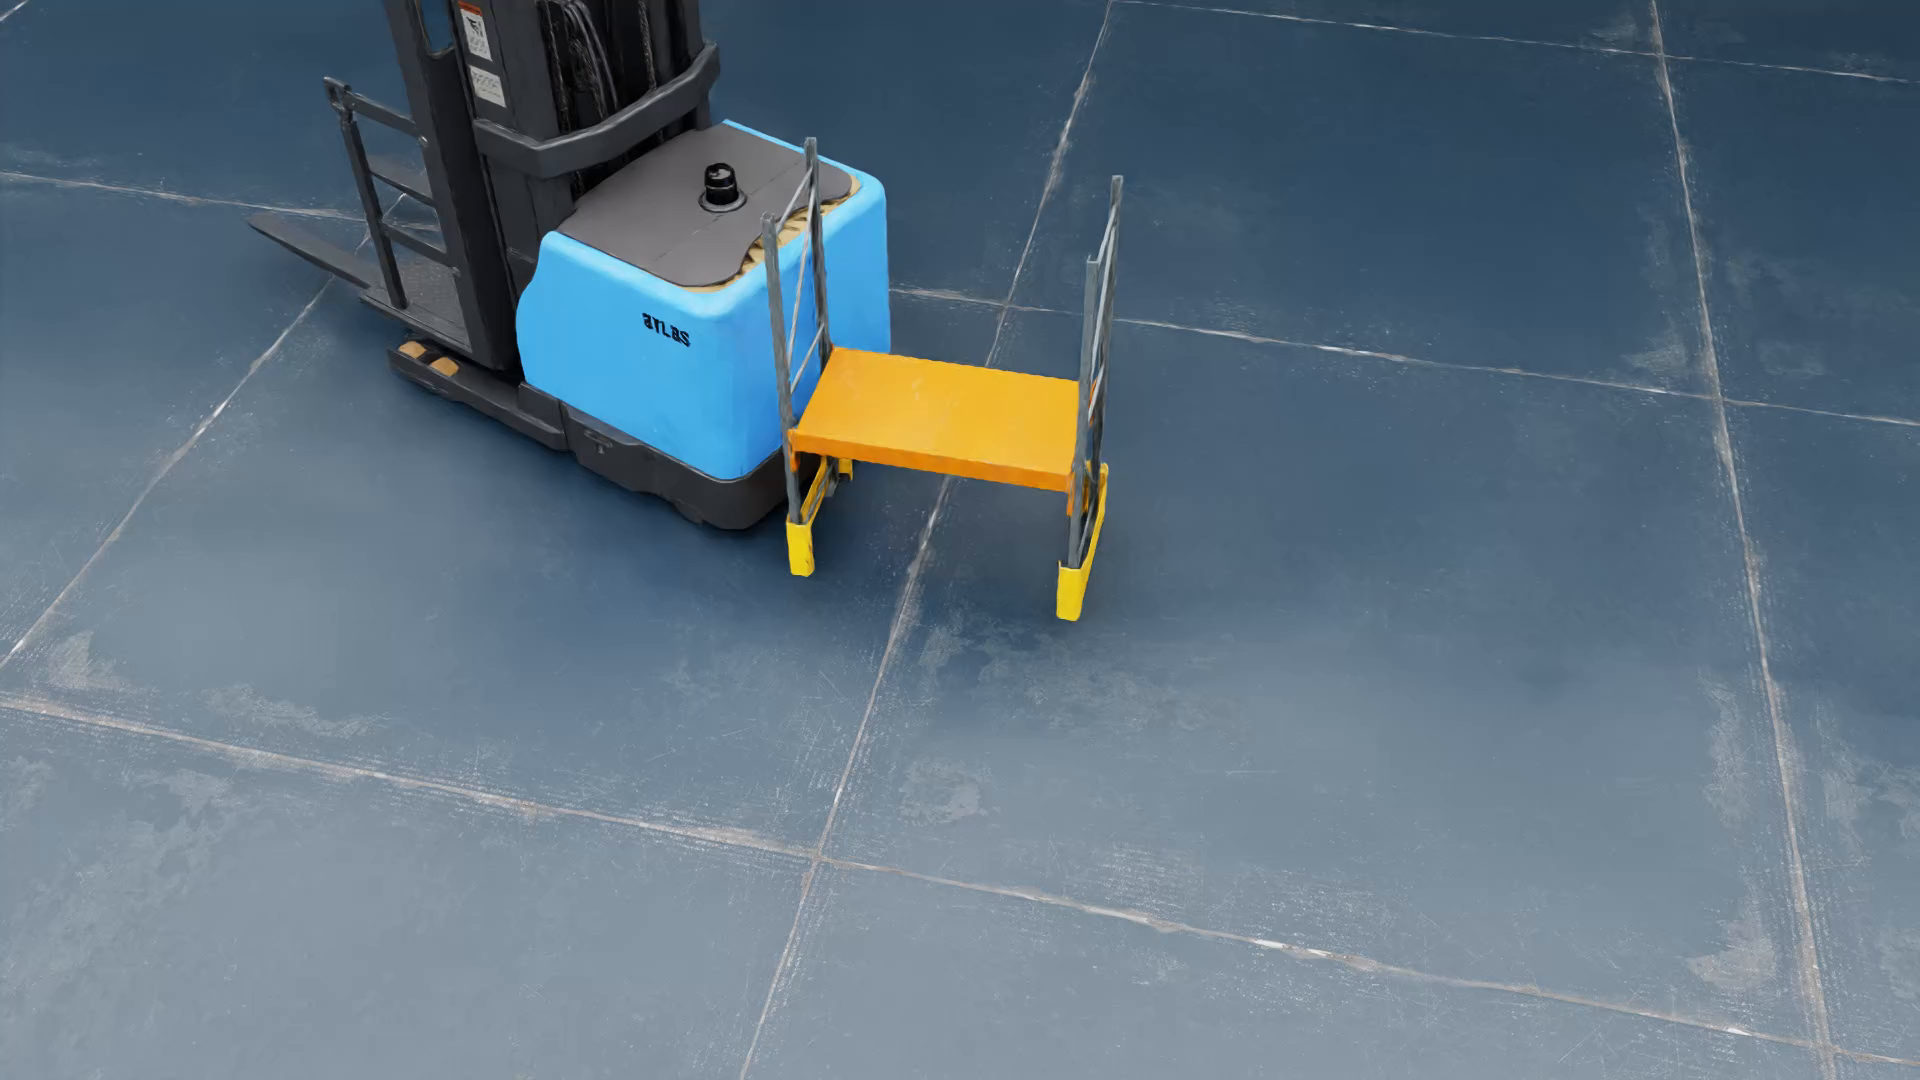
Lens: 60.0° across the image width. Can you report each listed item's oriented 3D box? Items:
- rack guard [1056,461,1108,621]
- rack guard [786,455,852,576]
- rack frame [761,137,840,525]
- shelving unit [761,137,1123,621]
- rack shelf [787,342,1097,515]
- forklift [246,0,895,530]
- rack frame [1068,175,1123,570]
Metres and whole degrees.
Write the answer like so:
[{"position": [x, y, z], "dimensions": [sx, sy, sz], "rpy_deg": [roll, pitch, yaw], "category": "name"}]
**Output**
[{"position": [0.447, -0.002, 6.072], "dimensions": [0.087, 0.250, 0.587], "rpy_deg": [9, 45, 9], "category": "rack guard"}, {"position": [-0.523, -0.158, 6.234], "dimensions": [0.087, 0.250, 0.587], "rpy_deg": [9, 45, 9], "category": "rack guard"}, {"position": [-0.542, -0.612, 5.804], "dimensions": [0.032, 1.500, 0.500], "rpy_deg": [9, 45, 9], "category": "rack frame"}, {"position": [-0.038, -0.531, 5.720], "dimensions": [1.083, 1.500, 0.587], "rpy_deg": [9, 45, 9], "category": "shelving unit"}, {"position": [-0.047, -0.402, 5.846], "dimensions": [1.000, 0.185, 0.538], "rpy_deg": [9, 45, 9], "category": "rack shelf"}, {"position": [-1.756, -1.913, 6.123], "dimensions": [3.031, 2.935, 1.130], "rpy_deg": [26, 50, 24], "category": "forklift"}, {"position": [0.449, -0.452, 5.638], "dimensions": [0.032, 1.500, 0.500], "rpy_deg": [9, 45, 9], "category": "rack frame"}]
